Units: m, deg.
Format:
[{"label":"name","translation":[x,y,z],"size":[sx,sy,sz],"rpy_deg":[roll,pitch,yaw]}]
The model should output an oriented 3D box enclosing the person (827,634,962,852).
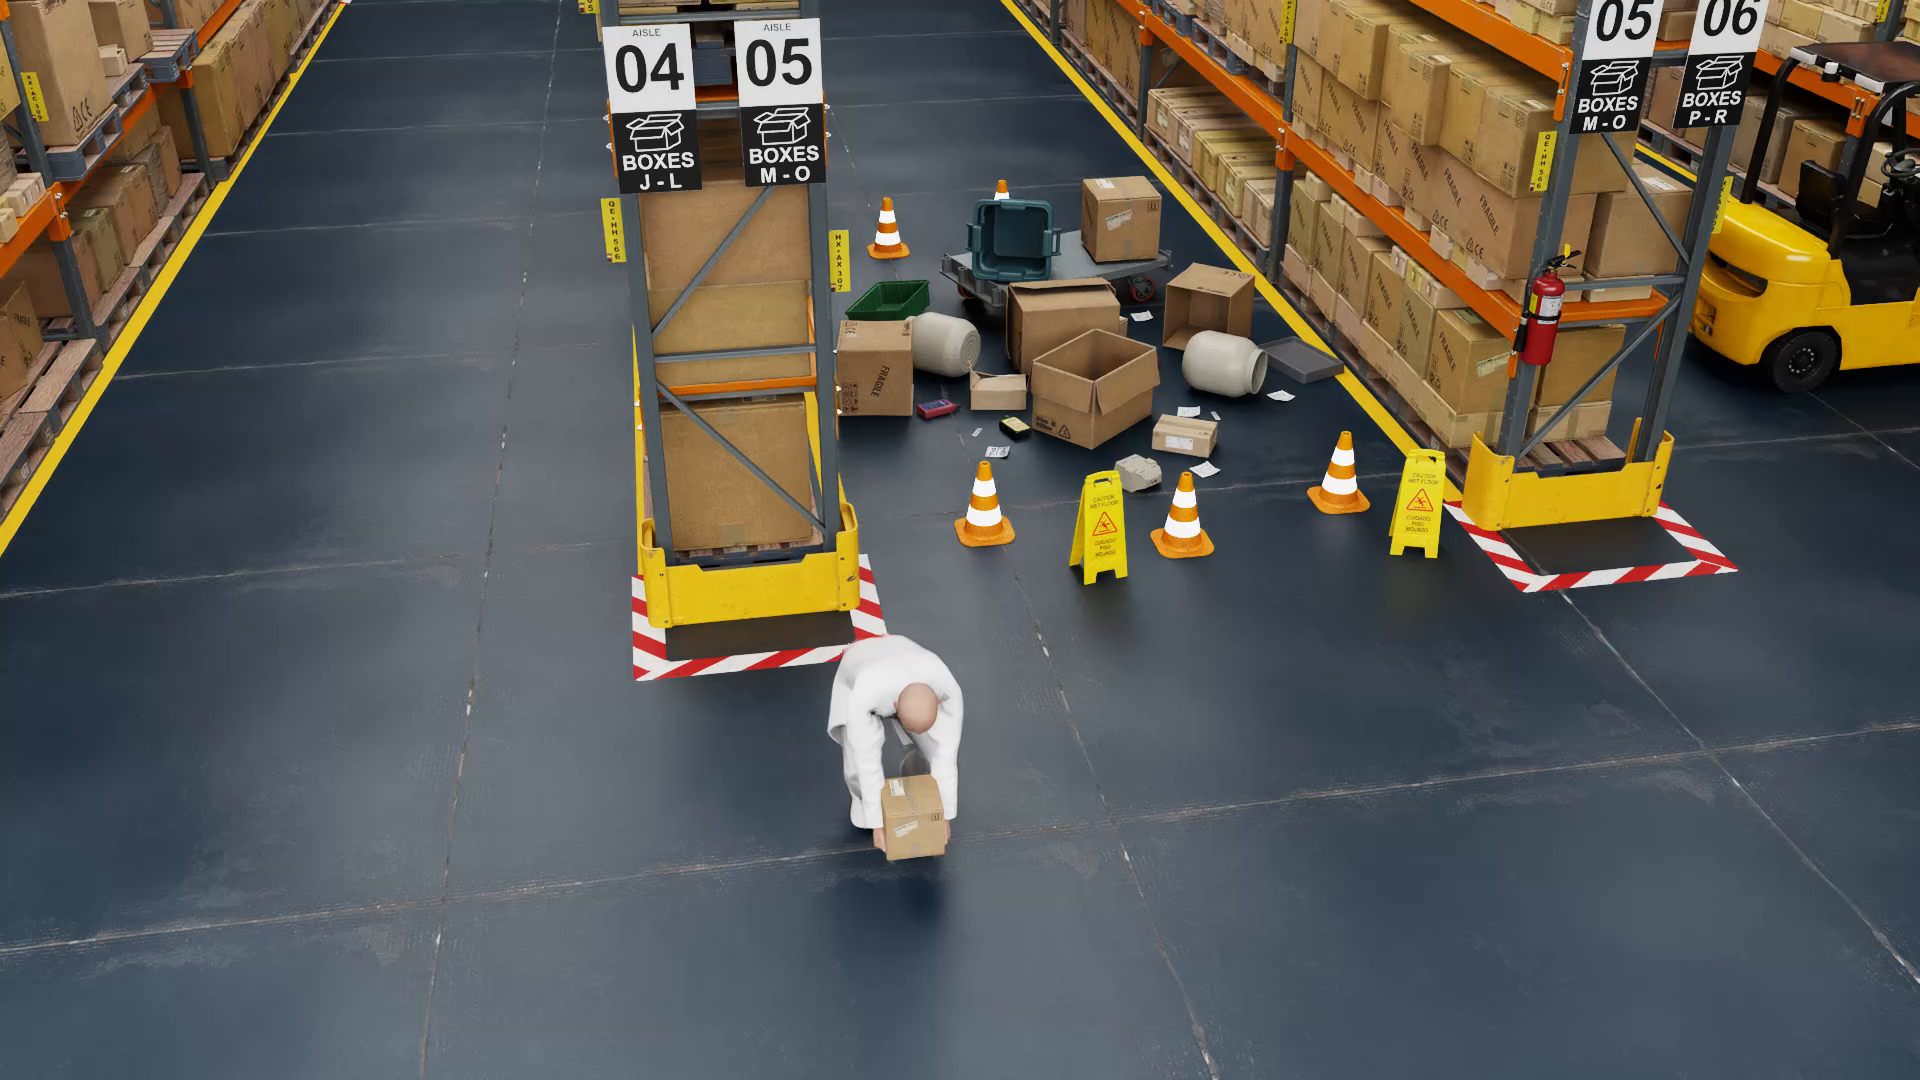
[{"label":"person","translation":[-0.287,0.875,7.423],"size":[0.589,1.008,0.927],"rpy_deg":[-6,31,-10]}]
